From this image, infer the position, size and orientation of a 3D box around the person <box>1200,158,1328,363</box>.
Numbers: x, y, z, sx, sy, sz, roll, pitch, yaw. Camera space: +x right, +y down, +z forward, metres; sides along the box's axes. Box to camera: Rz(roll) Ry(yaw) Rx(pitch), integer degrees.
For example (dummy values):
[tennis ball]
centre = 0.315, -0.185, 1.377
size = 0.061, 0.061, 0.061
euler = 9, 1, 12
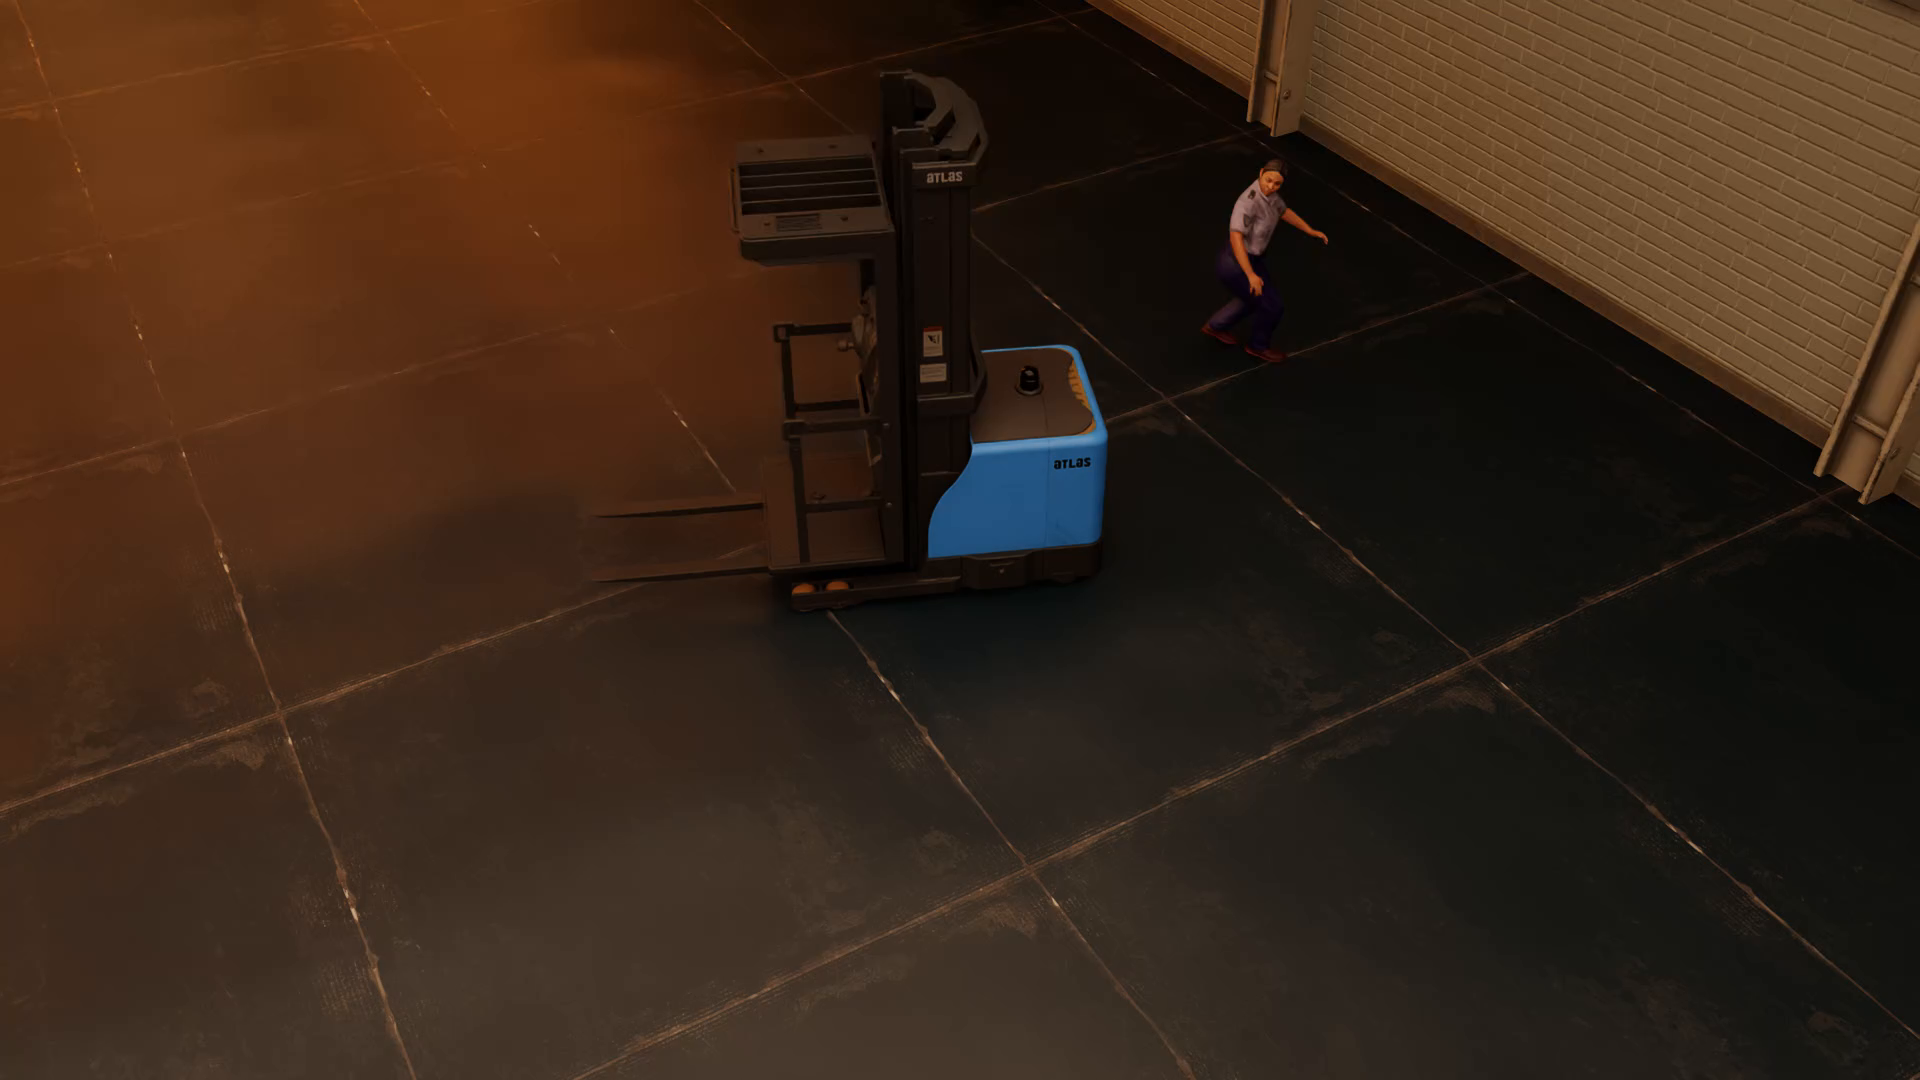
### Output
[person]
centre = 2.095, -1.880, 11.412
size = 0.795, 1.525, 0.810
euler = 9, 40, 10

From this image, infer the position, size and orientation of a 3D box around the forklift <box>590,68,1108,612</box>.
[forklift]
centre = -0.704, -1.066, 9.321
size = 3.031, 2.935, 1.130
euler = -5, 40, -6
